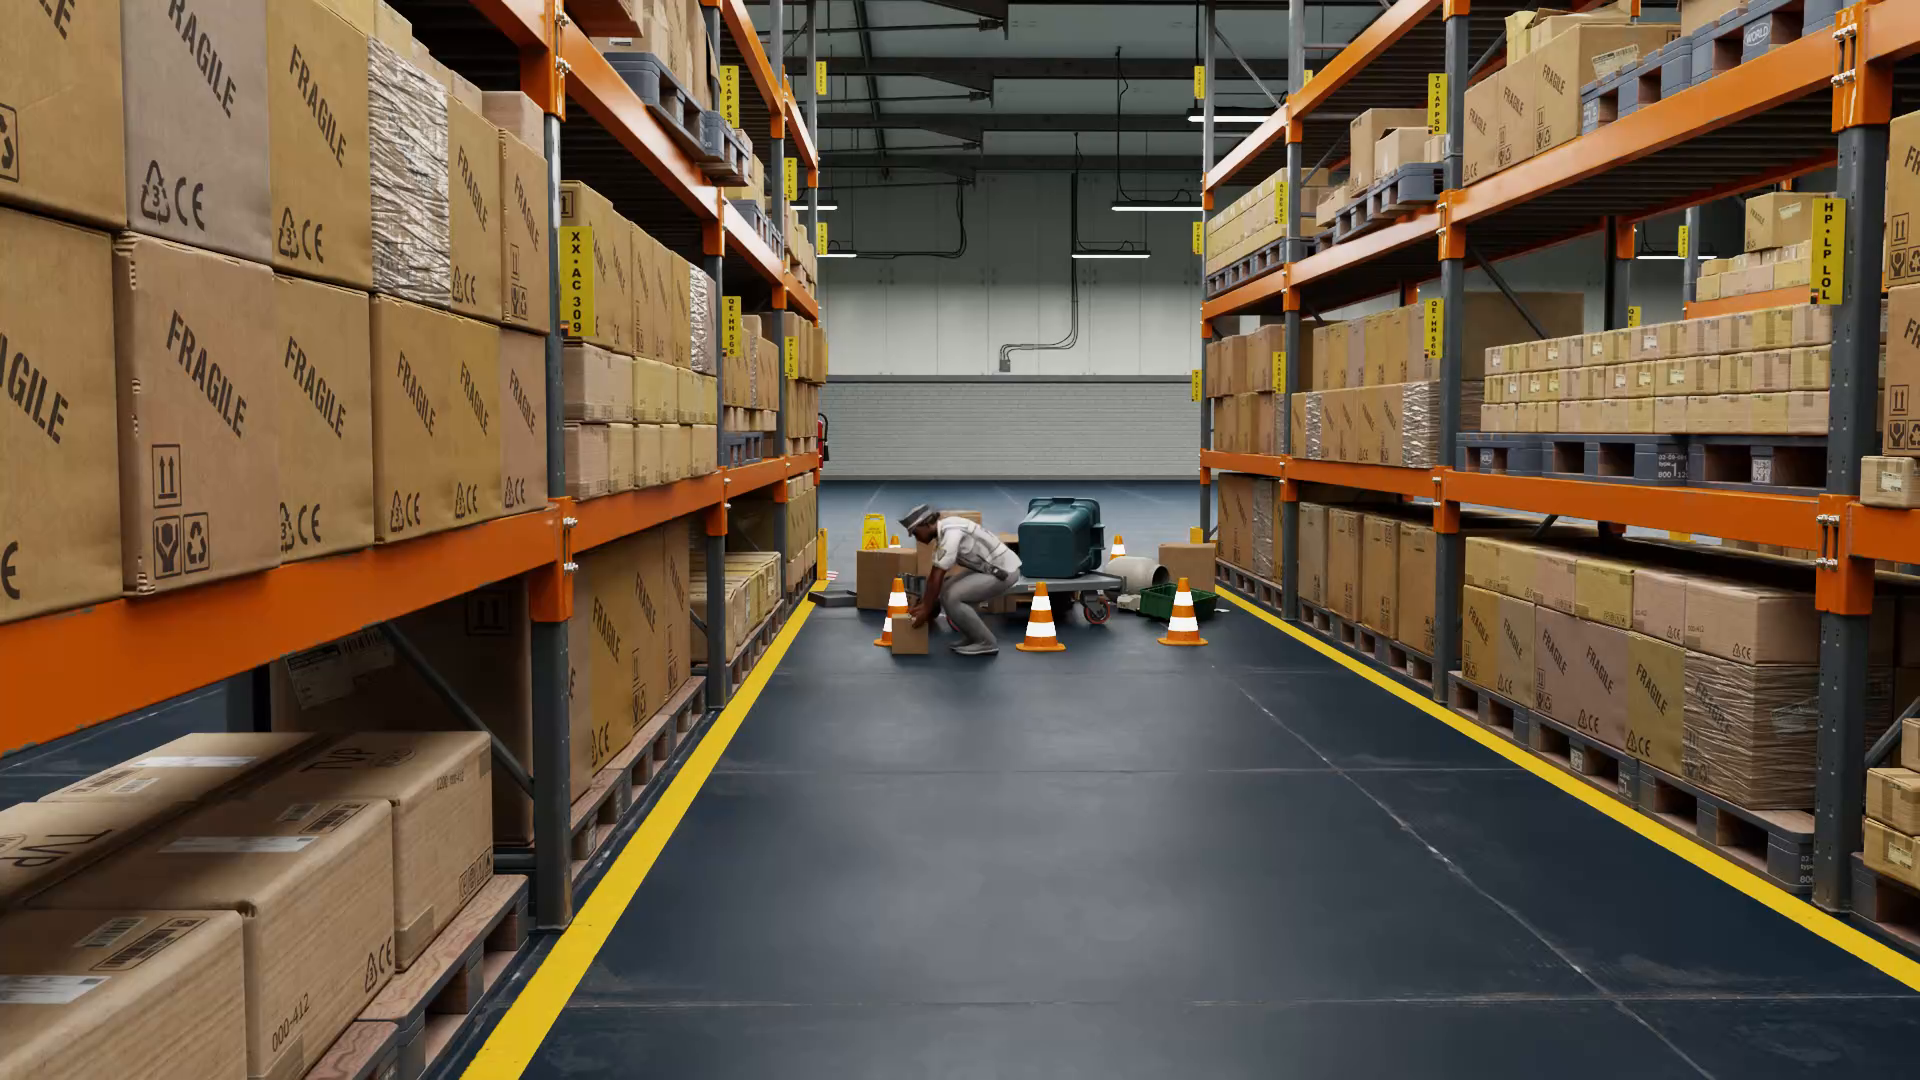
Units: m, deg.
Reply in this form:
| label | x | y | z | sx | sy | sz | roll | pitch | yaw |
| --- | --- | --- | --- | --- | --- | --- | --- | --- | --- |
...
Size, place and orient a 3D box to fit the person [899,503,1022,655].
| label | x | y | z | sx | sy | sz | roll | pitch | yaw |
| --- | --- | --- | --- | --- | --- | --- | --- | --- | --- |
| person | 0.004 | 0.260 | 11.355 | 0.846 | 1.034 | 0.482 | 0 | 4 | -1 |
